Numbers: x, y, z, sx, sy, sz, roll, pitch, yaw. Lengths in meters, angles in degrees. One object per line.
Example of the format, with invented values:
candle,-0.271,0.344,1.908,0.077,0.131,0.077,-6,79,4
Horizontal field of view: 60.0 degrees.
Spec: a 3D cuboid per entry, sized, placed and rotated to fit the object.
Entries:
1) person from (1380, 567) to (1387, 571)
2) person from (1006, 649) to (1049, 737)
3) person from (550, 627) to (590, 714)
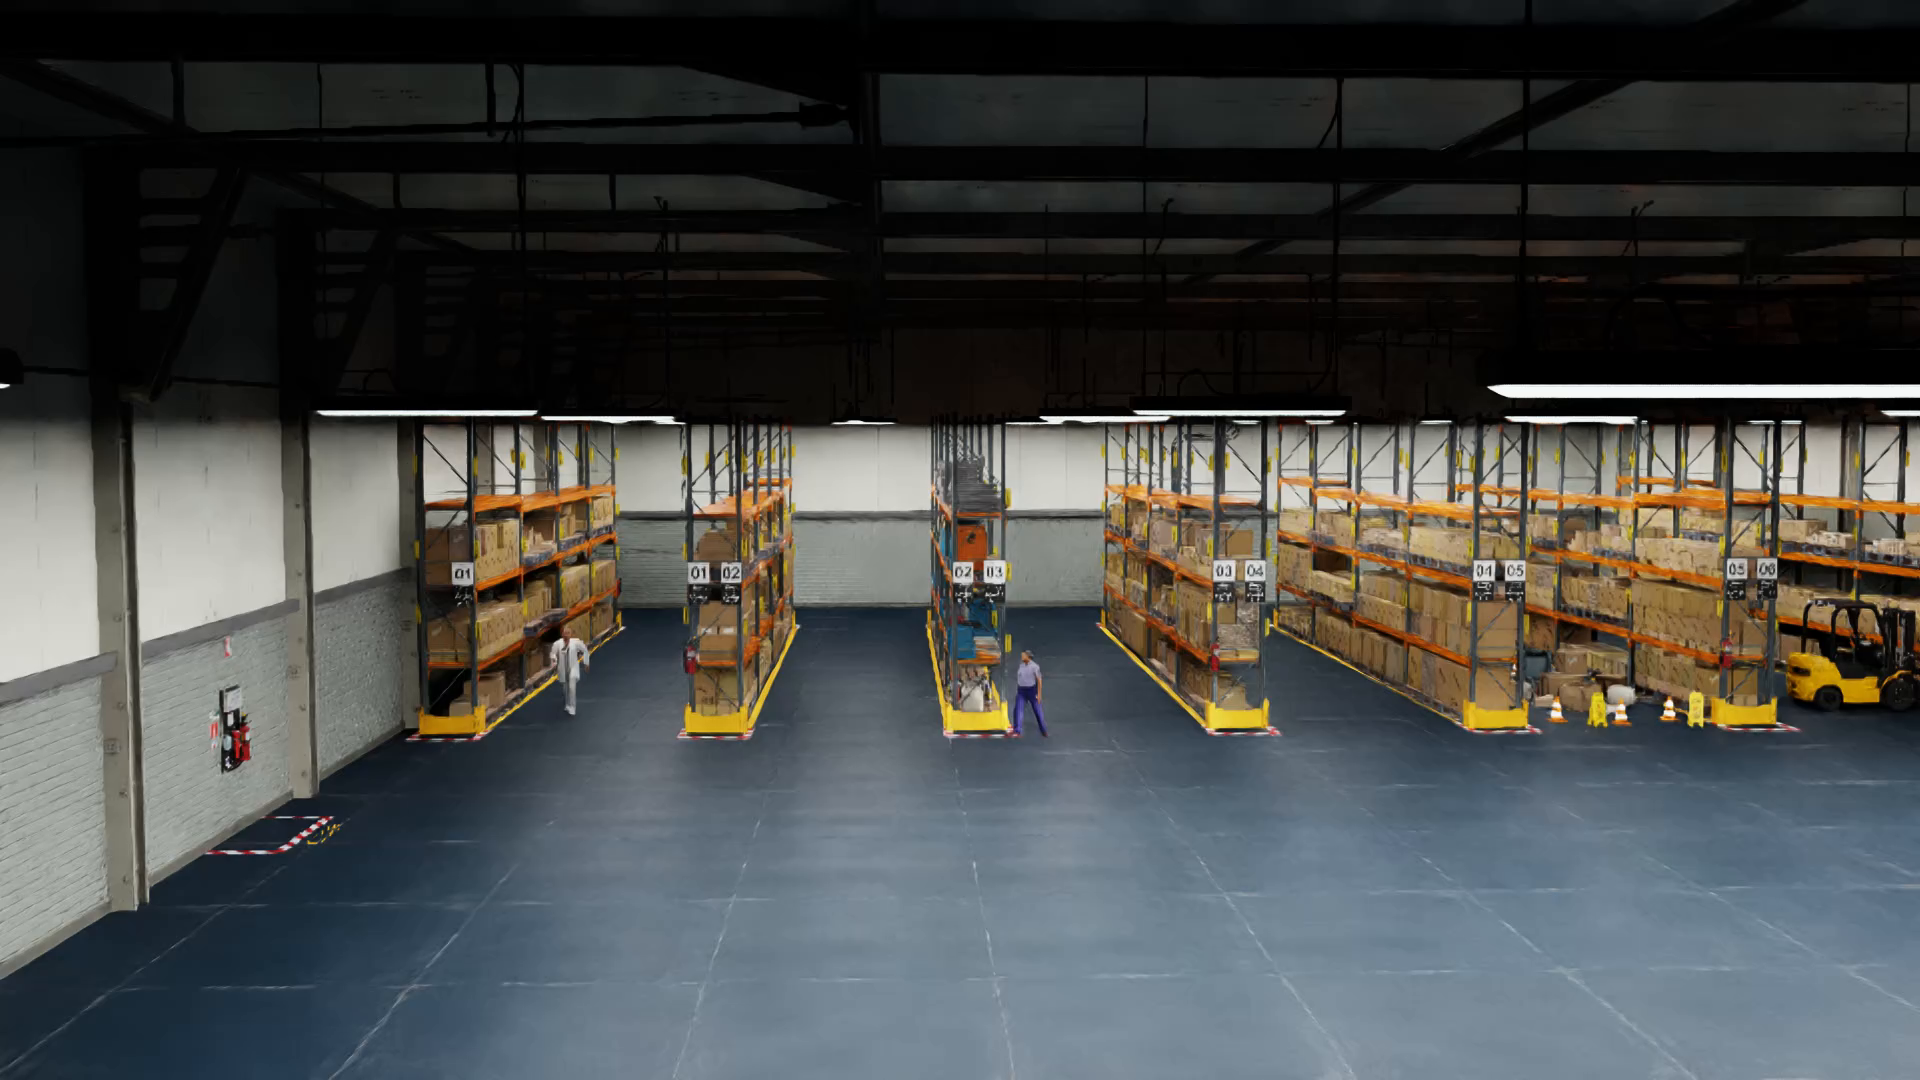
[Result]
person,12.146,1.623,47.726,0.613,1.722,0.751,0,4,-7
person,1.280,2.821,30.673,0.741,1.628,0.545,3,5,34
person,-7.850,2.593,33.359,0.736,1.717,0.904,0,4,3
